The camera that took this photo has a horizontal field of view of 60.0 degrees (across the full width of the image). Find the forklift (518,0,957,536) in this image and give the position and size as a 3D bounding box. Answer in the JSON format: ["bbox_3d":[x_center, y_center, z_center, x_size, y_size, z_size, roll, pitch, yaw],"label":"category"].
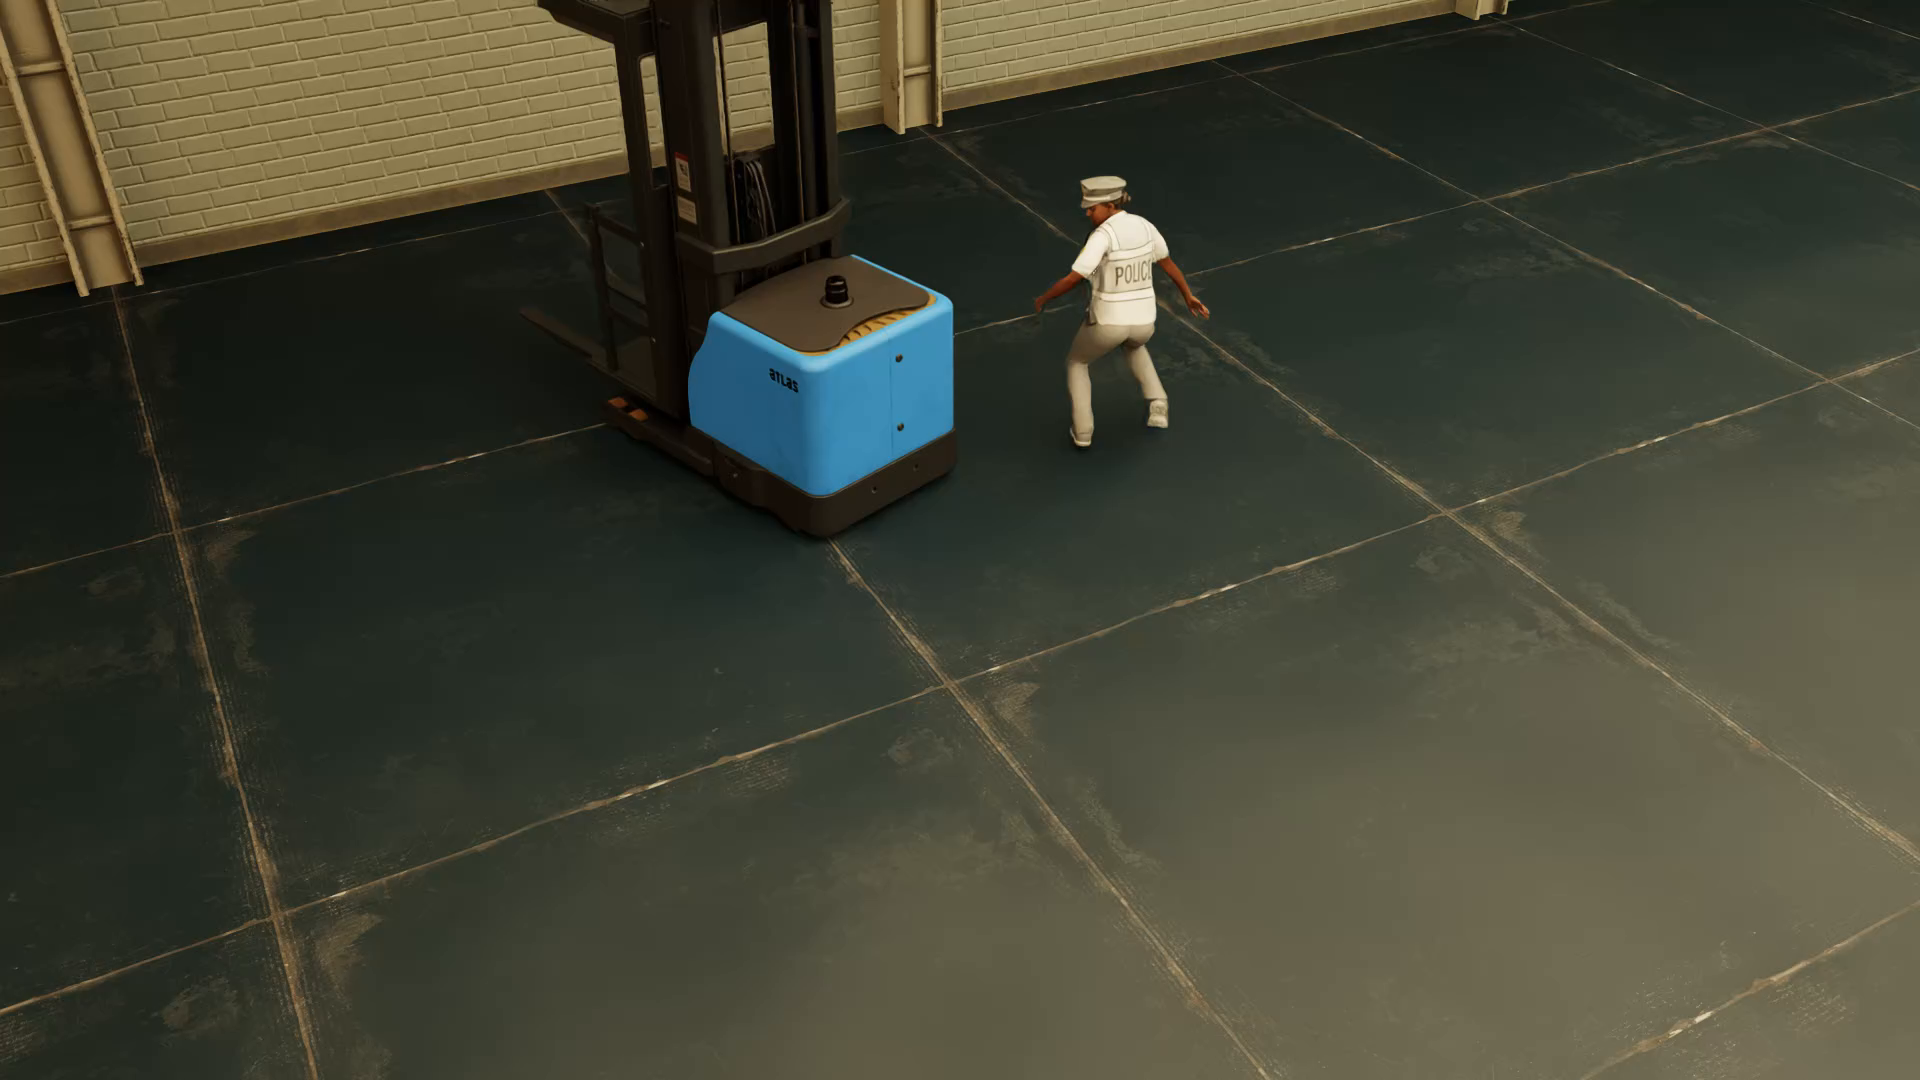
[{"bbox_3d":[-1.422,-1.961,8.898,3.031,2.935,1.130,30,45,35],"label":"forklift"}]

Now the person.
[{"bbox_3d":[0.897,-1.249,9.199,0.916,1.542,0.505,-17,39,-22],"label":"person"}]
